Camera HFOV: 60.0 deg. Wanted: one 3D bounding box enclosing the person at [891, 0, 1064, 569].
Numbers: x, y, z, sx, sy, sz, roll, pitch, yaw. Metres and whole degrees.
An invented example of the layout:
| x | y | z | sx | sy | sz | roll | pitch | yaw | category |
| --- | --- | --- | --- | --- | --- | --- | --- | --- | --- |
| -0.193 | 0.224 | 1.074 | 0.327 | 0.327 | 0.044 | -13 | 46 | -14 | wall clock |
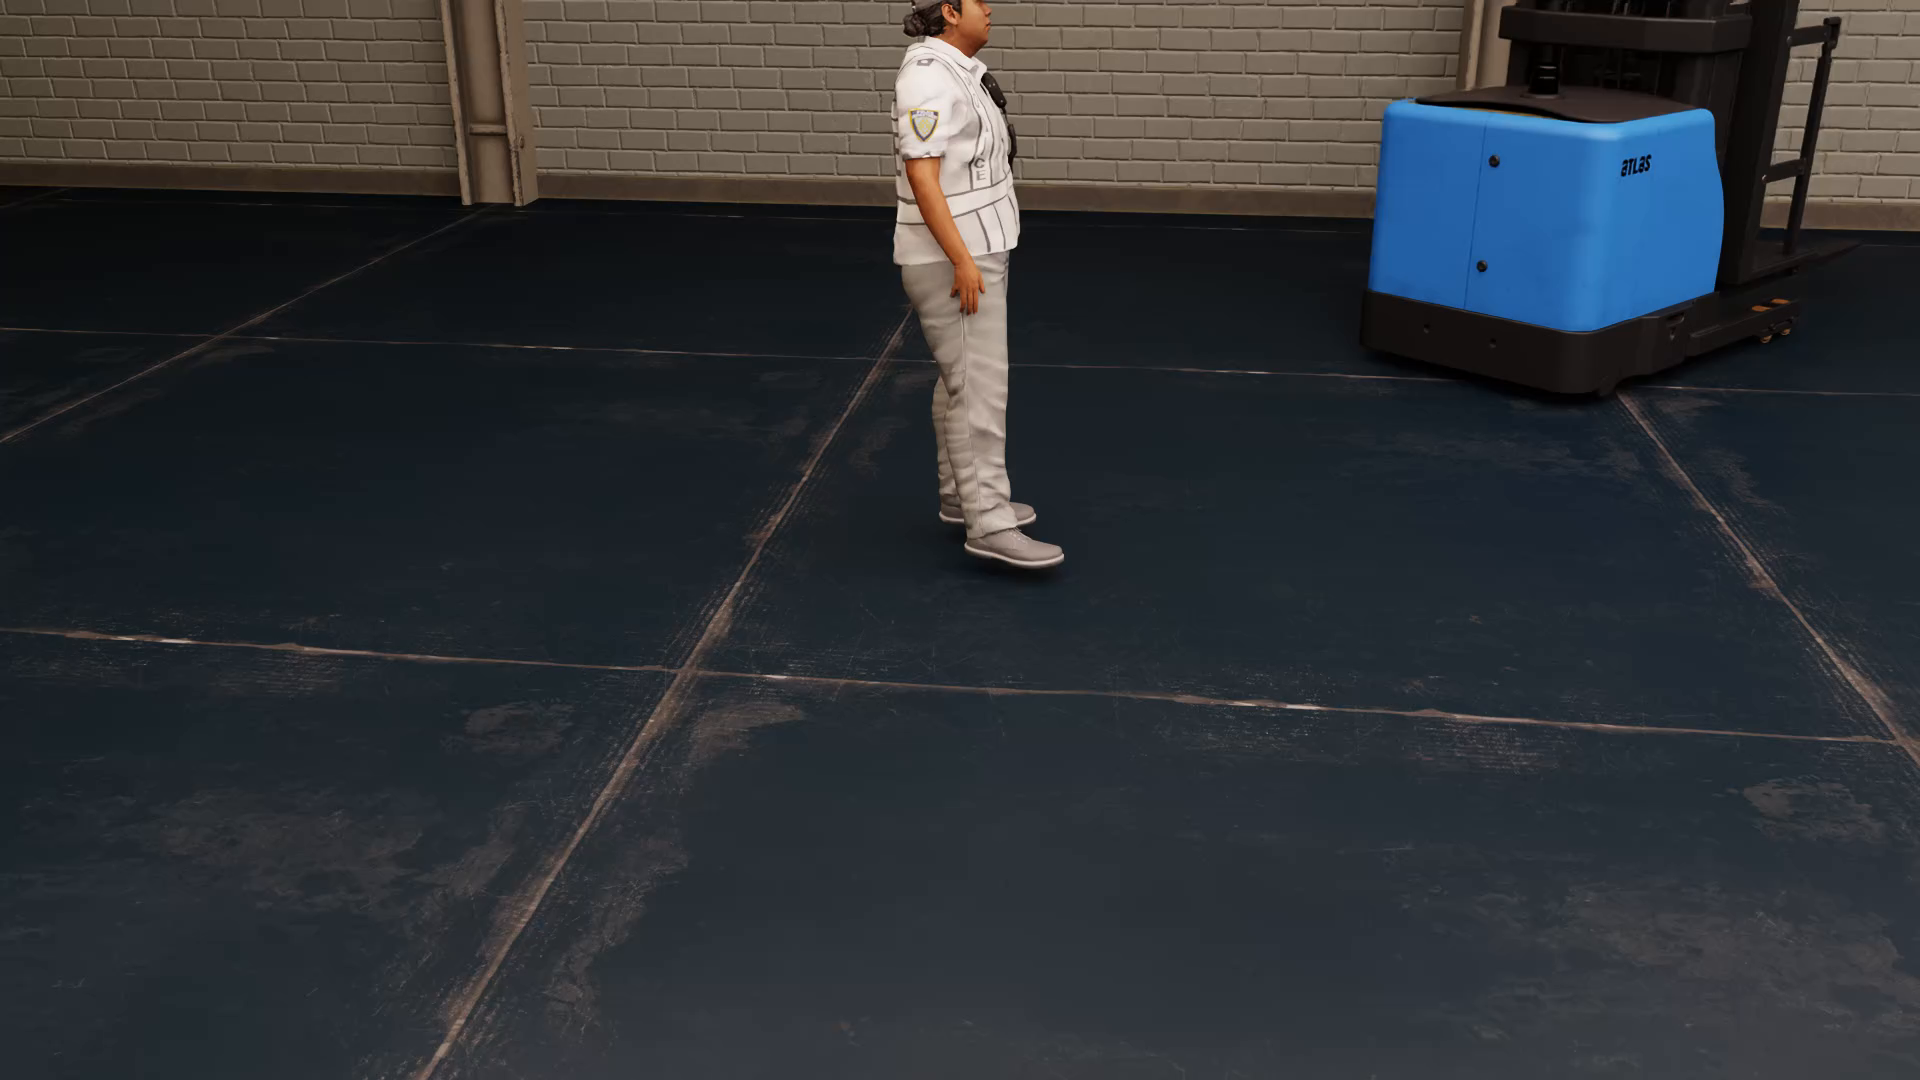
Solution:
| x | y | z | sx | sy | sz | roll | pitch | yaw | category |
| --- | --- | --- | --- | --- | --- | --- | --- | --- | --- |
| 0.073 | -0.805 | 4.818 | 0.529 | 1.670 | 0.597 | 3 | 22 | 7 | person |

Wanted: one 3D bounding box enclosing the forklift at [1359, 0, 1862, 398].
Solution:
| x | y | z | sx | sy | sz | roll | pitch | yaw | category |
| --- | --- | --- | --- | --- | --- | --- | --- | --- | --- |
| 3.131 | -2.356 | 7.104 | 3.031 | 2.935 | 1.130 | -18 | 28 | -38 | forklift |
